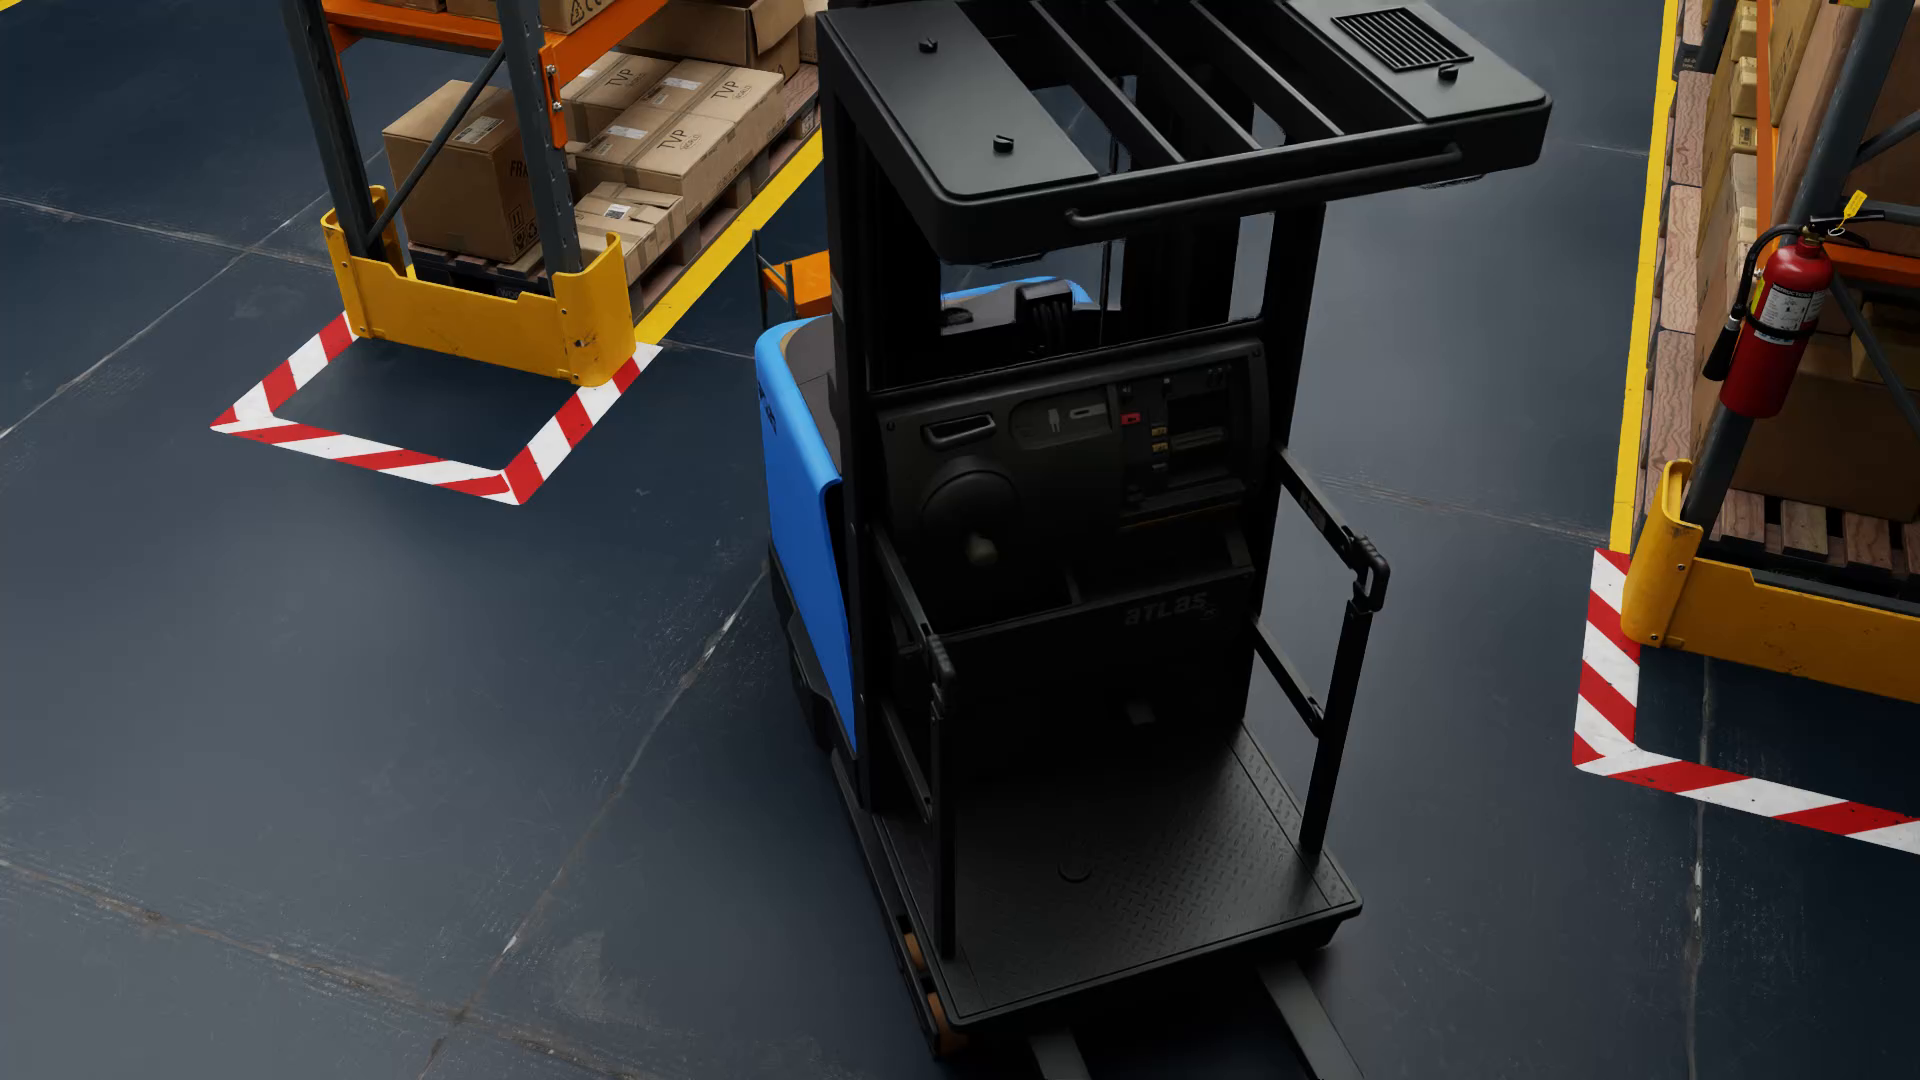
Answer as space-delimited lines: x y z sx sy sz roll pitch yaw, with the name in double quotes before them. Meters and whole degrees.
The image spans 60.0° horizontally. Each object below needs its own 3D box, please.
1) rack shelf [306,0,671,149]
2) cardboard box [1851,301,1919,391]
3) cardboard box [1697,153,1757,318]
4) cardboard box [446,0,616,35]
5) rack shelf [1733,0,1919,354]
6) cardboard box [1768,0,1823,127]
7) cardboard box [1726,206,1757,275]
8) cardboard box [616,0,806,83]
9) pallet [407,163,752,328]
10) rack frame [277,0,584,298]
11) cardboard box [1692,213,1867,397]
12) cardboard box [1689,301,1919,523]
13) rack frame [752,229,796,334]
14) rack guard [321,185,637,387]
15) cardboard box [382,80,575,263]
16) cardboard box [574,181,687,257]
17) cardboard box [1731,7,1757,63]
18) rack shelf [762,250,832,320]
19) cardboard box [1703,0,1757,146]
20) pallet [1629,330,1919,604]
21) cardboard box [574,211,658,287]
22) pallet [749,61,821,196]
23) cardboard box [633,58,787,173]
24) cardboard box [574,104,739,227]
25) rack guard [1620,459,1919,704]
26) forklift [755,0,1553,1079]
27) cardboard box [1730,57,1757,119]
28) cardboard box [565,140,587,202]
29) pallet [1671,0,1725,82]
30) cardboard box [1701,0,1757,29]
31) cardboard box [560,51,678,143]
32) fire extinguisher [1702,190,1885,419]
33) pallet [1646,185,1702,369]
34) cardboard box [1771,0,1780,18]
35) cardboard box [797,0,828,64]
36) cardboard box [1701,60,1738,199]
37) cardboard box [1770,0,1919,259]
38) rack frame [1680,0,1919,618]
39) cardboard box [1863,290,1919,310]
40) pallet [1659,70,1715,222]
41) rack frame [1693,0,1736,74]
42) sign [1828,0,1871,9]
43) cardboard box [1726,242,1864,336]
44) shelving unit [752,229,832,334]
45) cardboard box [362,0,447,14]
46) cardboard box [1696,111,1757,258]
"rack shelf" -1.225 -2.854 7.339 1.077 0.370 4.000 13 42 15
"cardboard box" 3.038 -0.595 5.239 0.380 0.149 0.250 14 42 15
"cardboard box" 3.236 -1.081 6.308 0.700 0.500 0.500 12 42 14
"cardboard box" -1.509 -2.158 5.892 0.500 0.500 0.500 14 42 16
"rack shelf" 3.432 -1.757 6.053 1.077 0.370 4.000 13 42 15
"cardboard box" 3.151 -1.685 5.182 0.980 0.700 0.700 13 42 15
"cardboard box" 2.853 -0.991 5.702 0.380 0.149 0.250 14 43 16
"cardboard box" -1.178 -2.418 7.858 0.797 0.503 0.637 13 42 15
"pallet" -1.611 -1.380 7.205 1.003 0.211 1.213 13 42 15
"rack frame" -1.908 -1.908 5.675 1.000 3.000 0.127 13 42 15
"cardboard box" 3.064 -0.774 5.949 0.700 0.500 0.500 13 42 15
"cardboard box" 2.893 -0.469 5.591 0.700 0.500 0.500 13 42 15
"rack frame" -0.552 -0.406 5.298 0.015 1.200 0.240 -22 44 -23
"rack guard" -1.882 -1.004 6.541 1.175 0.500 0.348 13 42 15
"cardboard box" -1.954 -1.511 6.797 0.500 0.500 0.500 13 42 15
"cardboard box" -1.357 -1.329 6.841 0.380 0.166 0.250 13 42 15
"cardboard box" 3.475 -2.104 7.008 0.380 0.149 0.250 15 43 17
"rack shelf" -0.347 -0.791 5.143 0.480 0.148 0.258 -22 44 -23
"cardboard box" 3.764 -2.026 7.416 0.700 0.500 0.500 14 42 16
"pallet" 2.948 -0.255 5.887 1.003 0.211 1.213 13 42 15
"cardboard box" -1.442 -1.170 6.668 0.380 0.149 0.250 13 42 15
"pallet" -1.192 -2.122 8.074 1.003 0.211 1.213 13 42 15
"cardboard box" -1.114 -1.908 7.455 0.500 0.250 0.500 13 42 15
"cardboard box" -1.285 -1.603 7.097 0.500 0.250 0.500 13 42 15
"rack guard" 2.740 0.155 5.184 1.175 0.500 0.348 13 42 15
"forklift" 0.345 -0.114 3.626 1.130 2.935 3.031 -12 42 -14
"cardboard box" 3.297 -1.786 6.635 0.380 0.149 0.250 12 42 14
"cardboard box" -1.731 -1.611 7.171 0.380 0.166 0.250 13 42 15
"pallet" 4.309 -2.677 8.725 1.003 0.211 1.213 13 42 15
"cardboard box" 4.216 -3.018 8.309 0.750 0.750 0.750 14 42 16
"cardboard box" -1.601 -1.989 7.549 0.500 0.250 0.500 13 42 15
"fire extinguisher" 2.263 -0.650 4.548 0.296 0.674 0.183 13 42 15
"pallet" 3.367 -0.997 6.756 1.003 0.211 1.213 13 42 15
"cardboard box" 3.421 -2.148 5.725 0.980 0.700 0.700 11 42 13
"cardboard box" -0.725 -2.624 8.248 0.500 0.311 0.500 13 42 15
"cardboard box" 3.589 -1.720 7.058 0.700 0.500 0.500 13 42 15
"cardboard box" 2.913 -1.238 4.659 0.980 0.700 0.700 15 43 17
"rack frame" 2.748 -0.811 4.389 1.000 3.000 0.127 13 42 15
"cardboard box" 3.211 -0.904 5.601 0.380 0.149 0.250 13 42 15
"pallet" 3.782 -1.743 7.631 1.003 0.211 1.213 13 42 15
"rack frame" 4.116 -3.251 7.249 1.000 3.000 0.127 13 42 15
"sign" 2.243 -1.470 4.088 0.100 0.325 0.005 13 42 15
"cardboard box" 2.766 -0.834 5.520 0.380 0.149 0.250 13 42 15
"shelving unit" -0.344 -0.488 5.394 0.503 1.200 0.258 -22 44 -23
"cardboard box" -2.011 -2.280 6.034 0.500 0.500 0.500 15 43 16
"cardboard box" 3.411 -1.408 6.691 0.700 0.500 0.500 14 42 16
